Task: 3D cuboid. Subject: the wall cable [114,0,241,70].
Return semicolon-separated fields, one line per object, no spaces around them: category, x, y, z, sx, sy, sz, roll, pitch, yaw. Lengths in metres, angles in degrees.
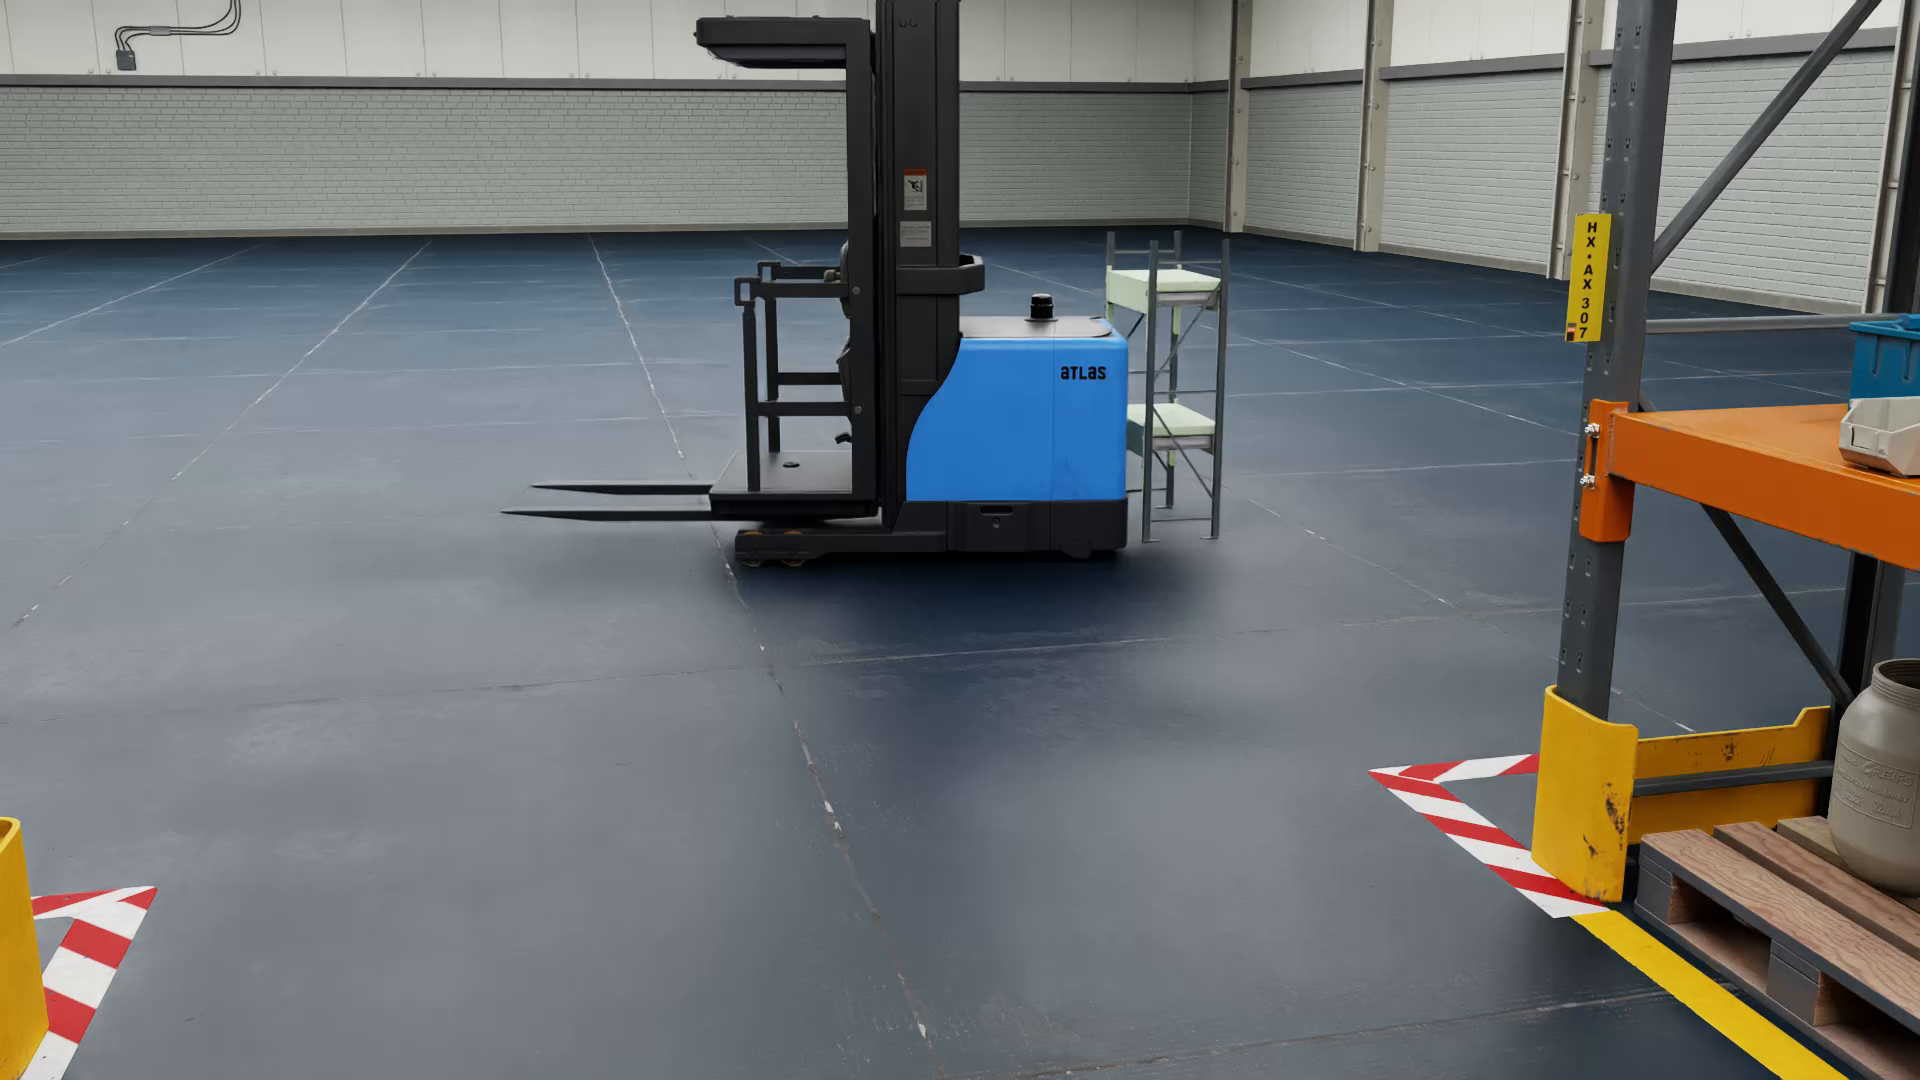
wall cable;-15.050;-12.019;31.496;2.305;6.003;0.169;-3;14;-13

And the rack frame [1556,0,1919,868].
rack frame;2.154;-0.570;4.440;1.000;3.000;0.127;-3;14;-13

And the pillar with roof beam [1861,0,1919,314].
pillar with roof beam;5.787;-6.452;15.873;9.100;9.000;0.400;-3;14;-13

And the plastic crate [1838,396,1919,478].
plastic crate;2.052;-0.217;3.552;0.298;0.136;0.250;-3;14;-13

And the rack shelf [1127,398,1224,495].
rack shelf;1.045;-0.496;8.670;0.431;0.370;0.720;-3;14;-11

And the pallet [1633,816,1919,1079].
pallet;2.404;0.987;3.941;1.003;0.211;1.213;-3;14;-13

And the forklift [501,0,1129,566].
forklift;-0.714;-1.426;8.089;3.031;2.935;1.130;0;14;-1

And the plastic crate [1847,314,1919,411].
plastic crate;2.563;-0.399;4.053;0.499;0.251;0.616;-3;14;-13

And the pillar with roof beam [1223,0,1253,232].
pillar with roof beam;1.559;-10.604;32.870;9.100;9.000;0.400;-3;14;-13

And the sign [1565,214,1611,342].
sign;1.619;-0.675;4.285;0.100;0.325;0.005;-3;14;-13

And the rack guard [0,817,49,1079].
rack guard;-2.642;0.938;3.535;1.175;0.500;0.348;-3;14;-13

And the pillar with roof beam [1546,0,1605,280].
pillar with roof beam;4.378;-7.836;21.539;9.100;9.000;0.400;-3;14;-13

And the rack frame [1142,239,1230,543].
rack frame;1.117;-0.727;8.244;0.400;1.500;0.023;-3;14;-11

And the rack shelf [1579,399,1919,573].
rack shelf;2.624;0.241;2.636;1.077;0.370;4.000;-3;14;-13

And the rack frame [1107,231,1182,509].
rack frame;0.973;-0.898;8.941;0.400;1.500;0.023;-3;14;-11

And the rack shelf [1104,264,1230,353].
rack shelf;1.045;-1.192;8.500;0.431;0.370;0.720;-3;14;-11

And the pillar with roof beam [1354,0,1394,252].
pillar with roof beam;2.968;-9.220;27.204;9.100;9.000;0.400;-3;14;-13

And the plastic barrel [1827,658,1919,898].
plastic barrel;2.383;0.582;4.081;0.421;0.512;0.421;0;14;0

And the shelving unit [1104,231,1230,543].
shelving unit;1.045;-0.813;8.593;0.431;1.500;0.755;-3;14;-11

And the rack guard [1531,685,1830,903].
rack guard;2.218;0.659;4.675;1.175;0.500;0.348;-3;14;-13
